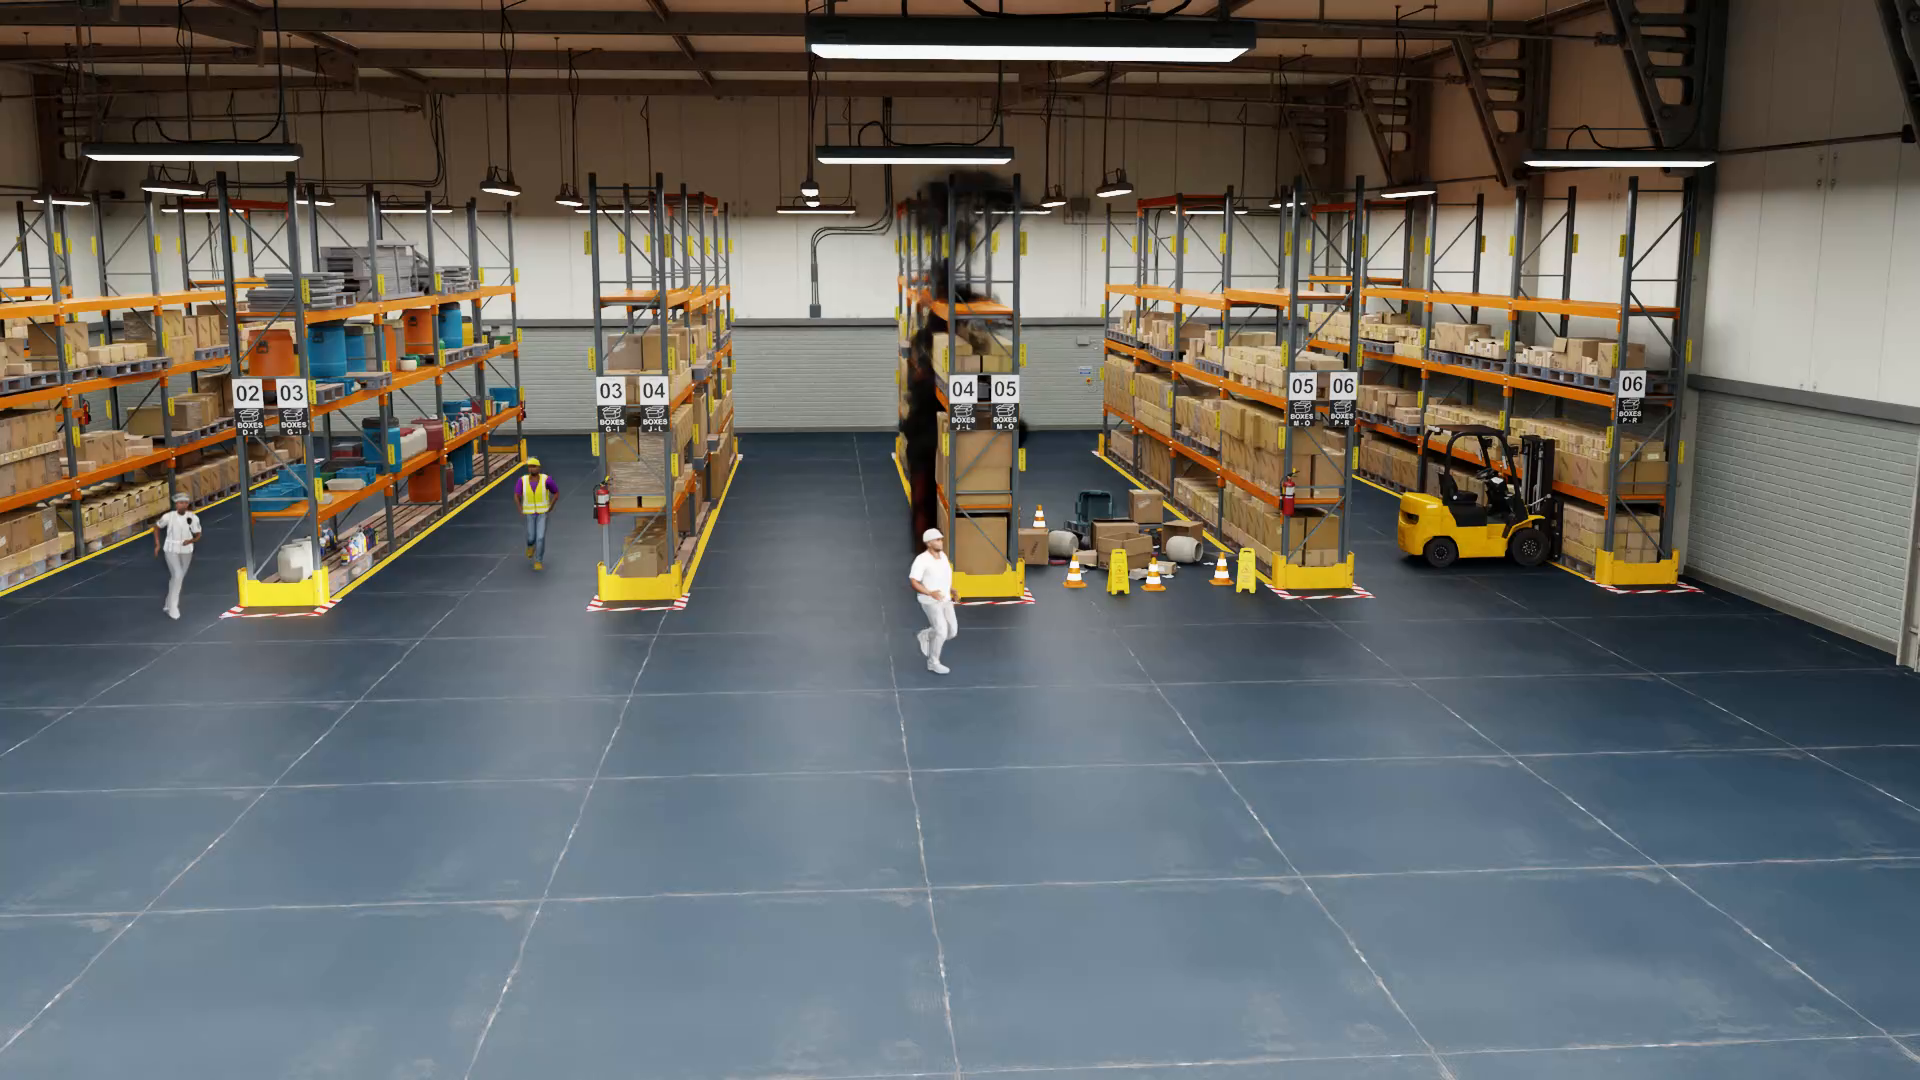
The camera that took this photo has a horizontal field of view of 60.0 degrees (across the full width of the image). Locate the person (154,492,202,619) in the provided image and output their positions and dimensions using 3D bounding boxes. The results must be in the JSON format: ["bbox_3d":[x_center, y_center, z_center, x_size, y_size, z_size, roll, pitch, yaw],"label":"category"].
[{"bbox_3d":[-10.709,0.182,22.837,0.572,1.677,0.677,-8,13,-38],"label":"person"}]

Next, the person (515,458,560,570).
[{"bbox_3d":[-6.658,-0.433,26.227,0.698,1.741,0.662,-2,10,-9],"label":"person"}]

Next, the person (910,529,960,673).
[{"bbox_3d":[-0.317,0.715,19.753,0.588,1.720,0.703,7,12,34],"label":"person"}]
